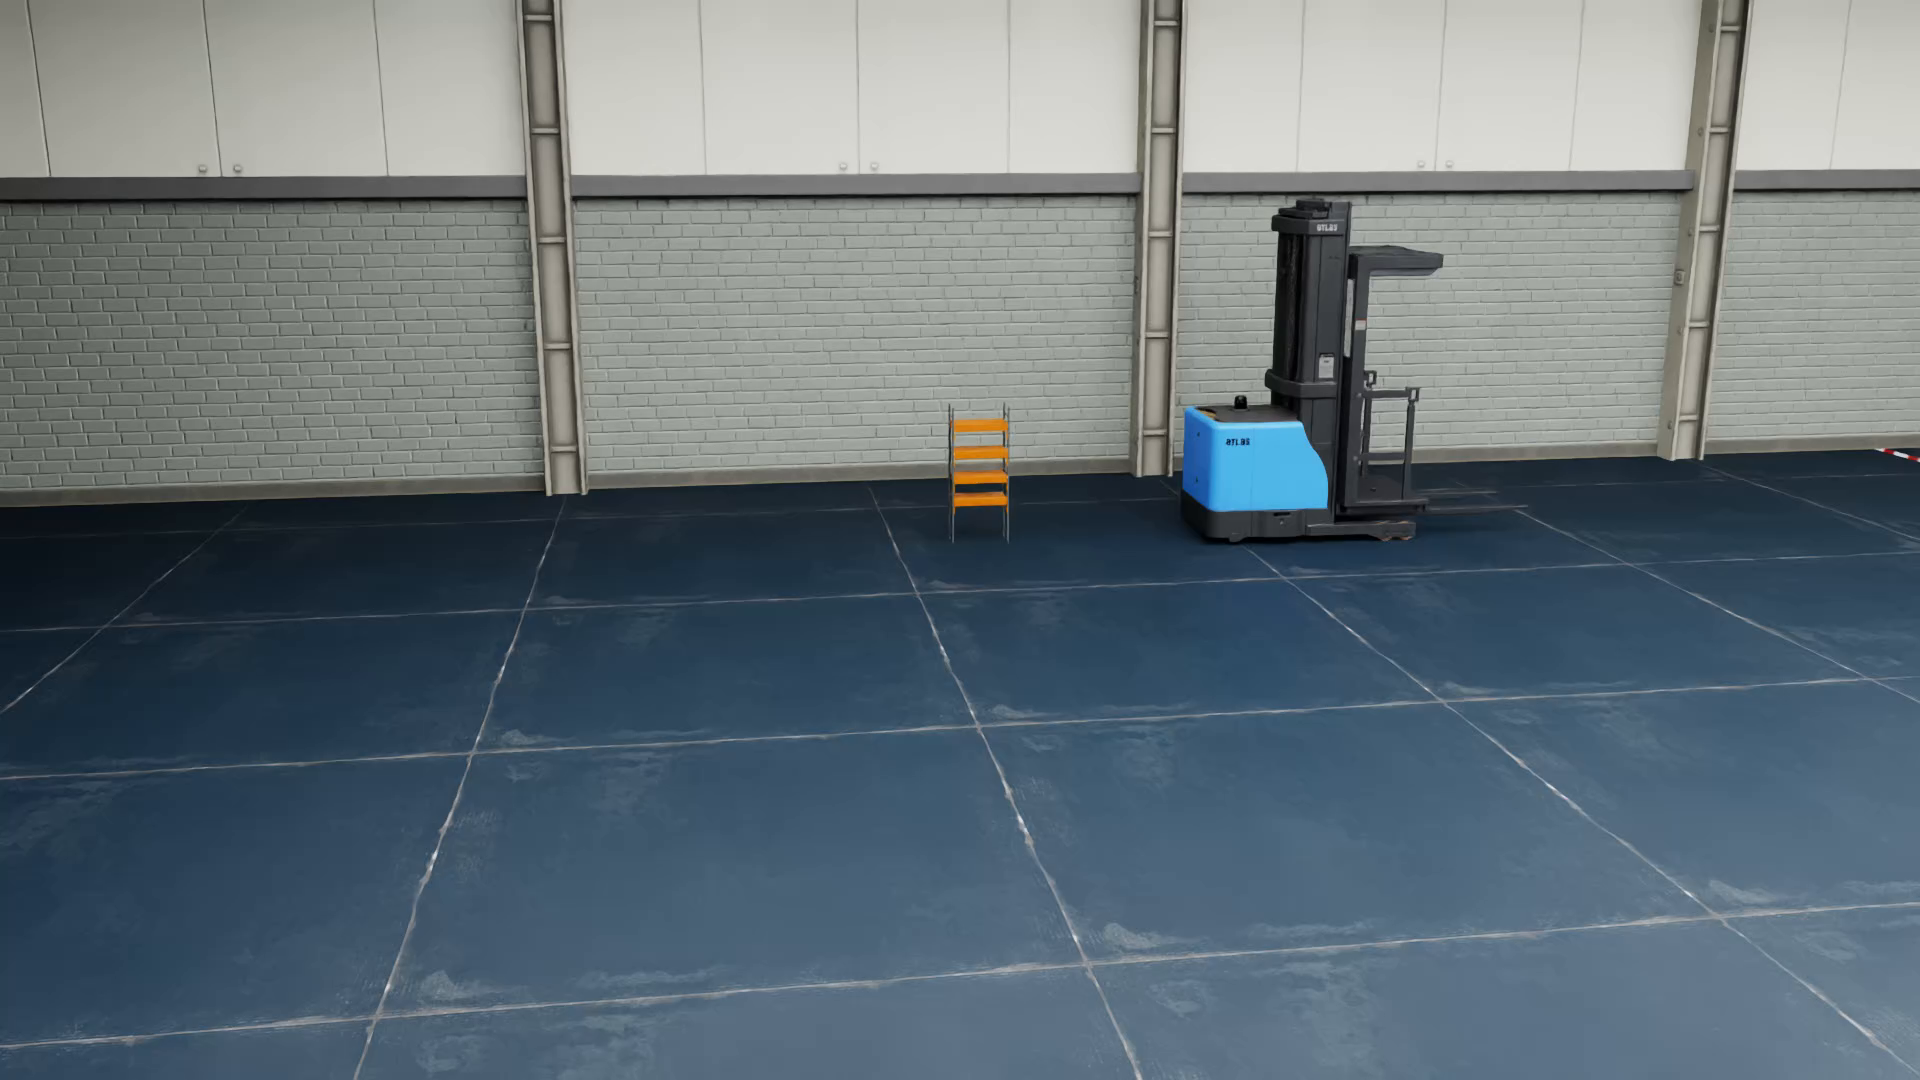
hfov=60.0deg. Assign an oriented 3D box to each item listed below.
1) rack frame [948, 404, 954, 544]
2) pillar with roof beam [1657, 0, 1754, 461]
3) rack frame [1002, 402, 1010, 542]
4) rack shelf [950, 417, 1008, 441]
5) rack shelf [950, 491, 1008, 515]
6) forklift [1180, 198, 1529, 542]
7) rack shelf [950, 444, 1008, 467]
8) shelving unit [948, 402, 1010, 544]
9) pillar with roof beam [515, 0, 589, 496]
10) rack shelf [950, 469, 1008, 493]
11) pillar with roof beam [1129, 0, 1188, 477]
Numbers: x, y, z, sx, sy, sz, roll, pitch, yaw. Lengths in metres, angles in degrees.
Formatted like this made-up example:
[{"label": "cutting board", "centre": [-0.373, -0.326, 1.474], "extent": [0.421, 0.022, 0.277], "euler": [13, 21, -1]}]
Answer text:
[{"label": "rack frame", "centre": [-0.078, -0.579, 14.565], "extent": [0.015, 1.200, 0.240], "euler": [-2, 14, -8]}, {"label": "pillar with roof beam", "centre": [8.583, -4.242, 13.136], "extent": [0.400, 9.000, 9.100], "euler": [-2, 14, -8]}, {"label": "rack frame", "centre": [0.405, -0.597, 14.635], "extent": [0.015, 1.200, 0.240], "euler": [-2, 14, -8]}, {"label": "rack shelf", "centre": [0.164, -0.969, 14.504], "extent": [0.480, 0.148, 0.258], "euler": [-2, 14, -8]}, {"label": "rack shelf", "centre": [0.164, -0.330, 14.664], "extent": [0.480, 0.148, 0.258], "euler": [-2, 14, -8]}, {"label": "forklift", "centre": [3.597, -1.541, 14.839], "extent": [3.031, 2.935, 1.130], "euler": [-2, 14, -8]}, {"label": "rack shelf", "centre": [0.164, -0.740, 14.562], "extent": [0.480, 0.148, 0.258], "euler": [-2, 14, -8]}, {"label": "shelving unit", "centre": [0.164, -0.588, 14.600], "extent": [0.503, 1.200, 0.258], "euler": [-2, 14, -8]}, {"label": "pillar with roof beam", "centre": [-3.283, -3.807, 11.402], "extent": [0.400, 9.000, 9.100], "euler": [-2, 14, -8]}, {"label": "rack shelf", "centre": [0.164, -0.523, 14.616], "extent": [0.480, 0.148, 0.258], "euler": [-2, 14, -8]}, {"label": "pillar with roof beam", "centre": [2.650, -4.024, 12.269], "extent": [0.400, 9.000, 9.100], "euler": [-2, 14, -8]}]
